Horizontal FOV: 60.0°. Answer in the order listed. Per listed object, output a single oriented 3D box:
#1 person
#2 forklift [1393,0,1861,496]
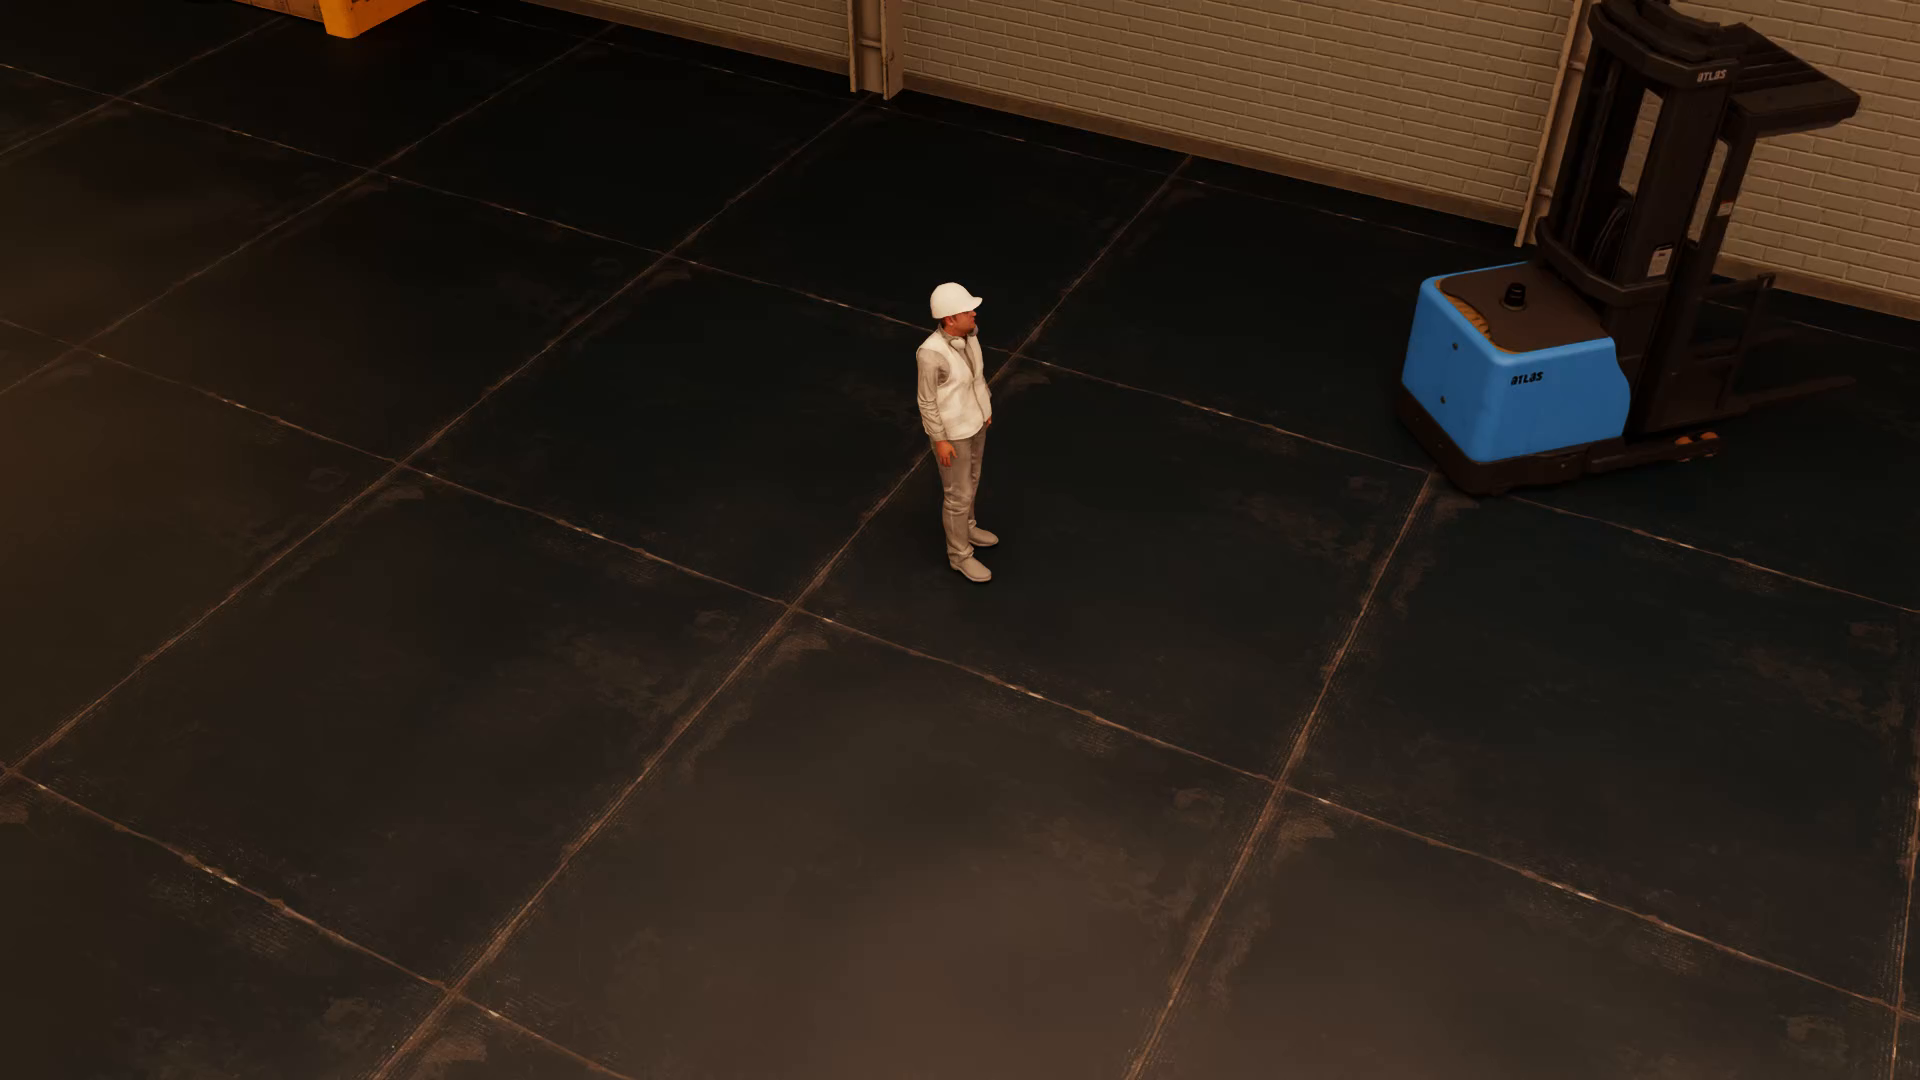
[{"bbox_3d":[0.051,-0.661,9.658,0.568,1.773,0.632,18,43,21],"label":"person"},{"bbox_3d":[4.488,-1.944,10.295,3.031,2.935,1.130,-11,41,-13],"label":"forklift"}]
